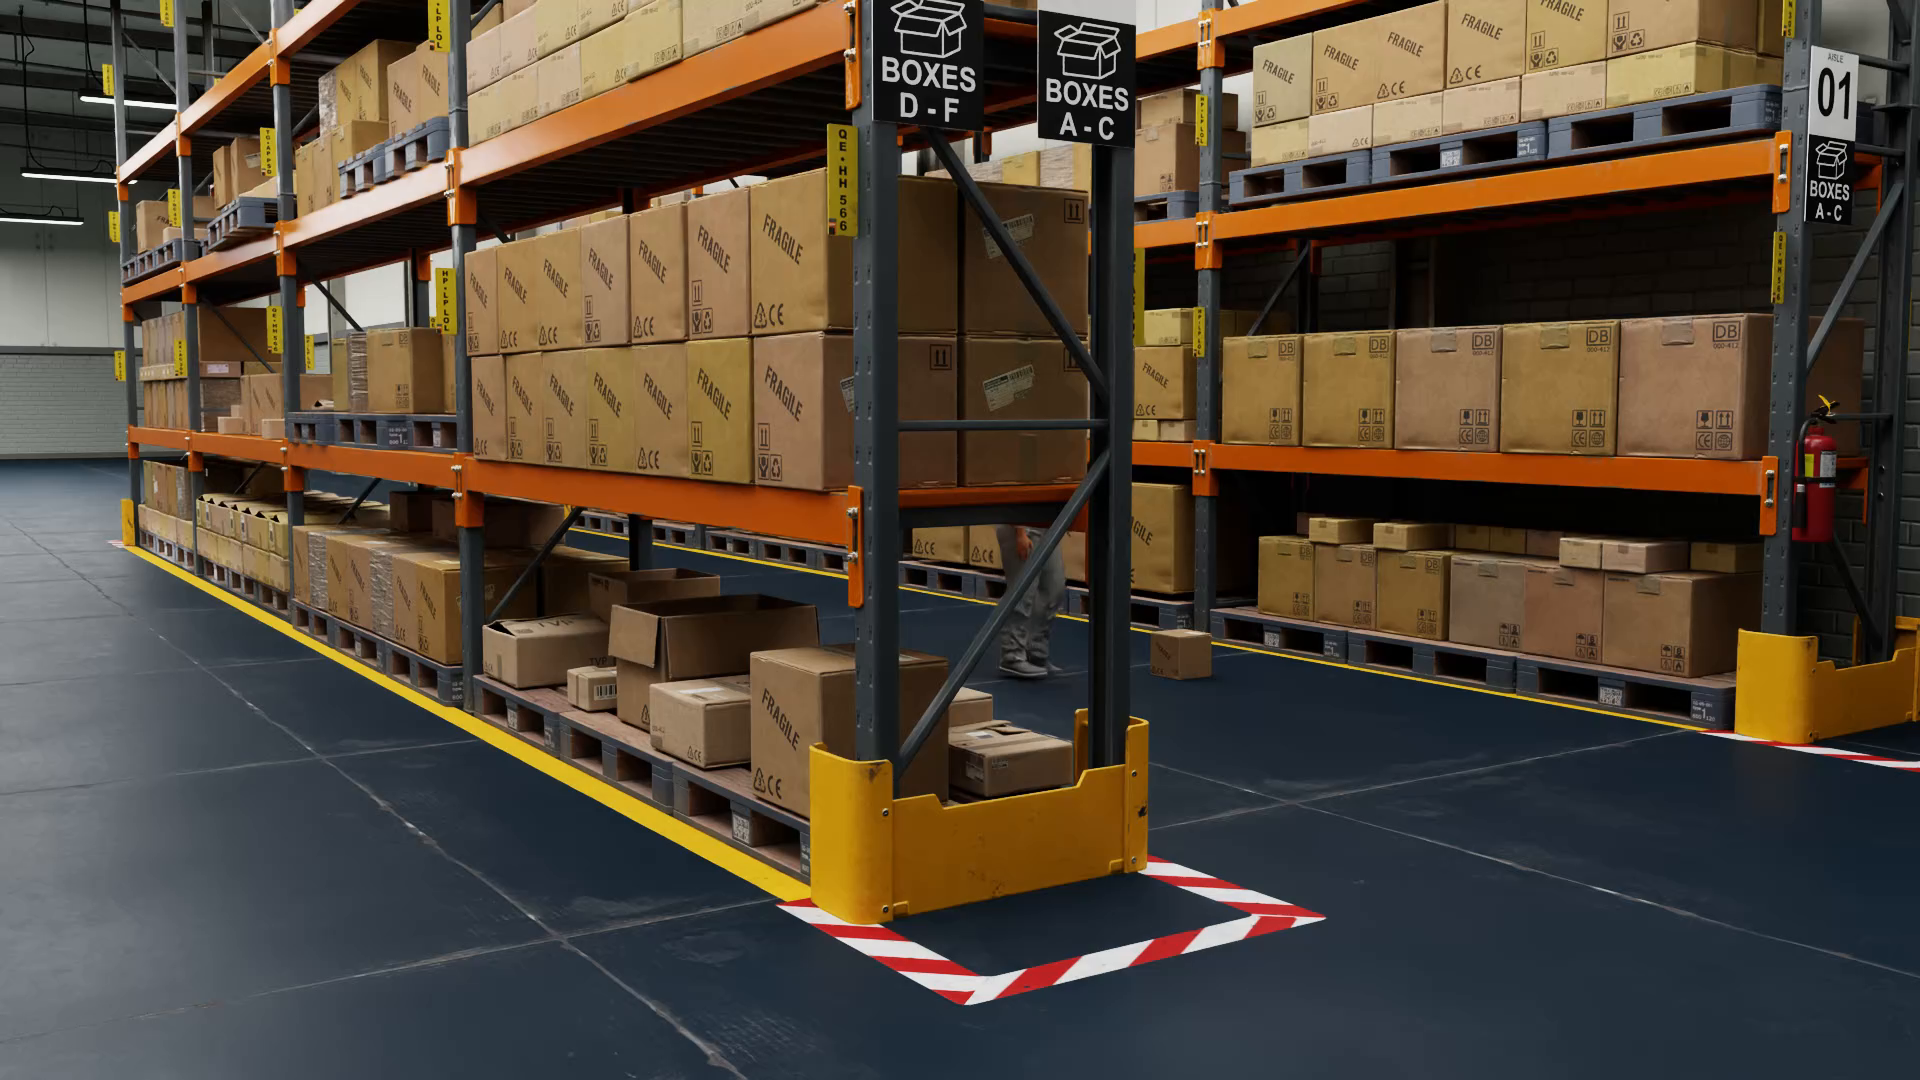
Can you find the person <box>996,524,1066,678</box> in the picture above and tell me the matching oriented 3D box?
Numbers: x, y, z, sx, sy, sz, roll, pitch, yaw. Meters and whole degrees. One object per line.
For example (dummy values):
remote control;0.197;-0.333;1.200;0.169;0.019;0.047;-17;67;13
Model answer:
person;0.420;-0.025;9.547;0.400;1.720;0.569;2;5;18
